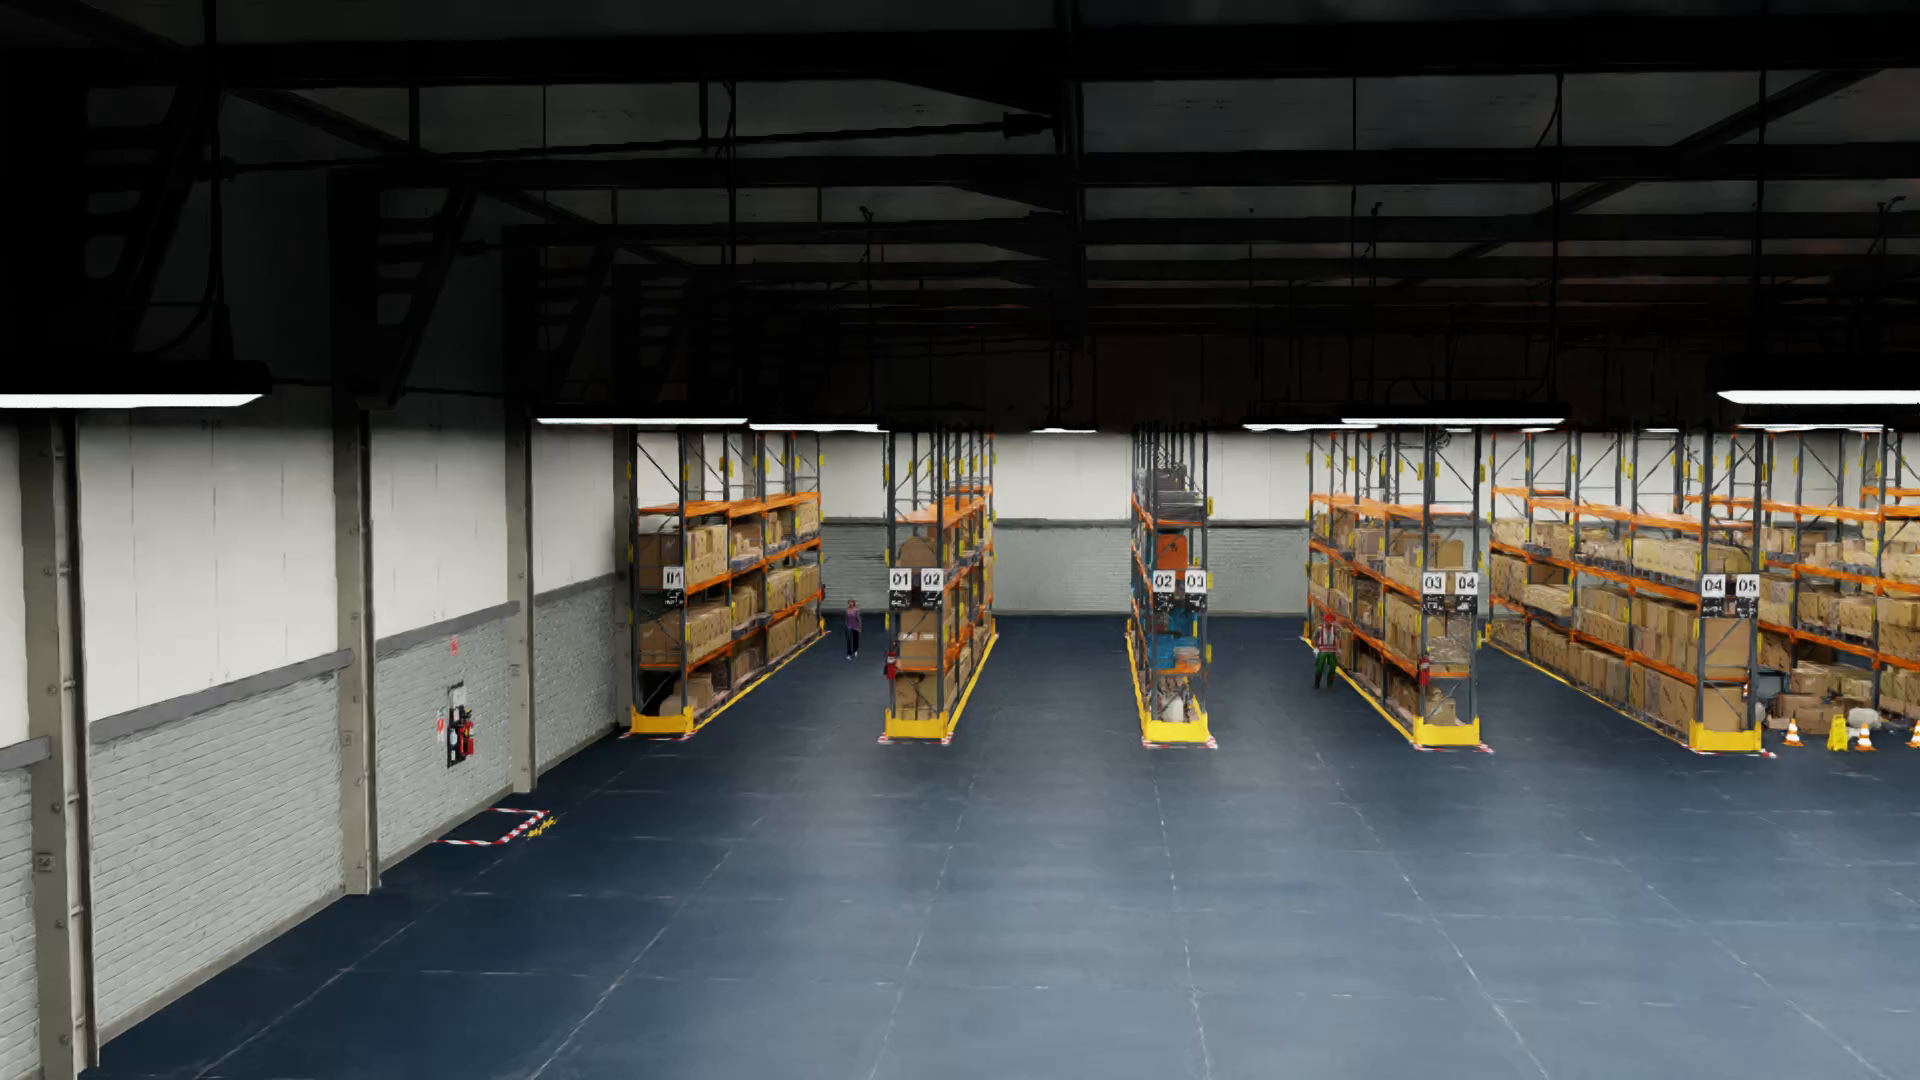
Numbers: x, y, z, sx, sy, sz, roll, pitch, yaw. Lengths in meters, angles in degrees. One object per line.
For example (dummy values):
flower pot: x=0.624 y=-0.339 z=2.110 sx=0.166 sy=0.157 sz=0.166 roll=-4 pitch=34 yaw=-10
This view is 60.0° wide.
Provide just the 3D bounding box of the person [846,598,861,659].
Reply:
person: x=-2.734 y=2.250 z=42.663 sx=0.430 sy=1.529 sz=0.948 roll=0 pitch=4 yaw=3

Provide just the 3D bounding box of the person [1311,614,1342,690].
person: x=8.207 y=2.507 z=37.201 sx=0.677 sy=1.742 sz=0.552 roll=0 pitch=4 yaw=3
